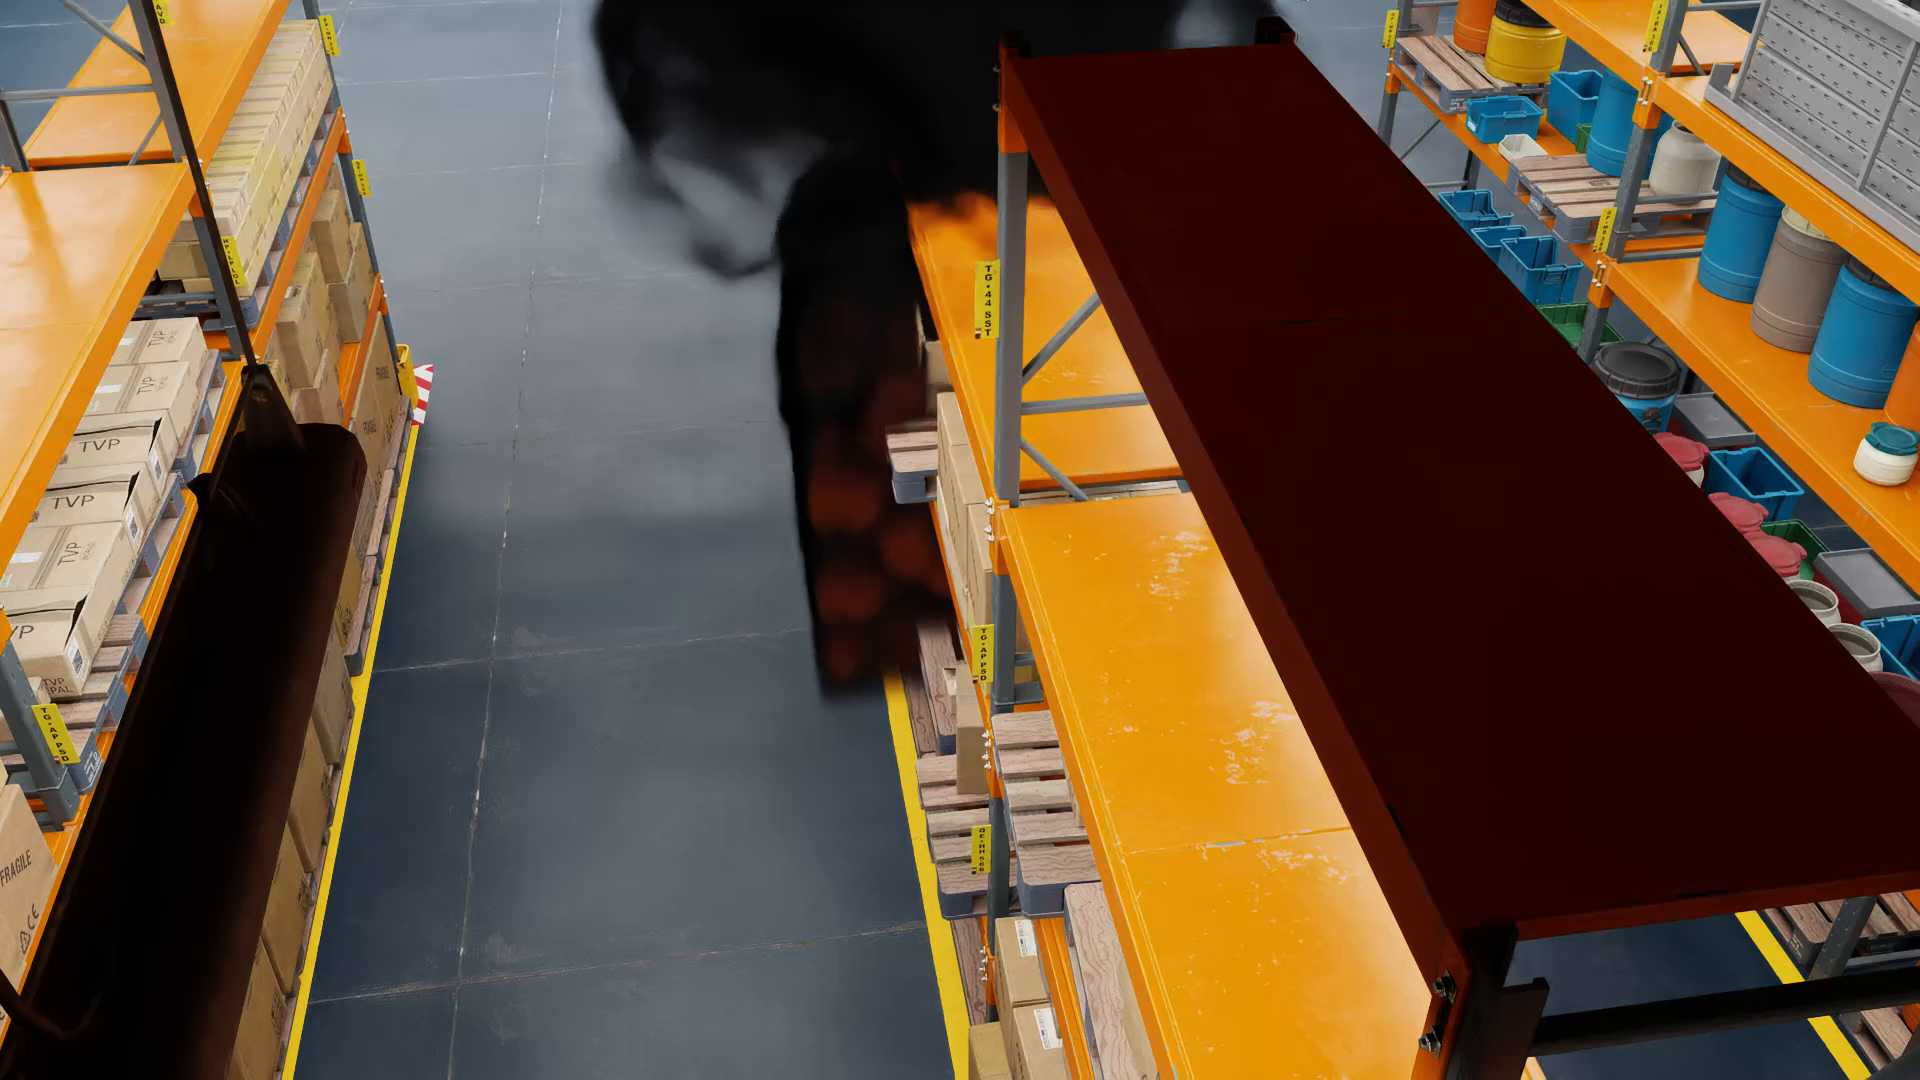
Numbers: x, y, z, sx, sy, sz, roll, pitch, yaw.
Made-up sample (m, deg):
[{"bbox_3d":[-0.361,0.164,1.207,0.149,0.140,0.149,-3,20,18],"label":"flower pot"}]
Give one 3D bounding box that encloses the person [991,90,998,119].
[{"bbox_3d":[0.584,-4.819,18.573,0.756,1.783,0.627,9,37,12],"label":"person"}]
